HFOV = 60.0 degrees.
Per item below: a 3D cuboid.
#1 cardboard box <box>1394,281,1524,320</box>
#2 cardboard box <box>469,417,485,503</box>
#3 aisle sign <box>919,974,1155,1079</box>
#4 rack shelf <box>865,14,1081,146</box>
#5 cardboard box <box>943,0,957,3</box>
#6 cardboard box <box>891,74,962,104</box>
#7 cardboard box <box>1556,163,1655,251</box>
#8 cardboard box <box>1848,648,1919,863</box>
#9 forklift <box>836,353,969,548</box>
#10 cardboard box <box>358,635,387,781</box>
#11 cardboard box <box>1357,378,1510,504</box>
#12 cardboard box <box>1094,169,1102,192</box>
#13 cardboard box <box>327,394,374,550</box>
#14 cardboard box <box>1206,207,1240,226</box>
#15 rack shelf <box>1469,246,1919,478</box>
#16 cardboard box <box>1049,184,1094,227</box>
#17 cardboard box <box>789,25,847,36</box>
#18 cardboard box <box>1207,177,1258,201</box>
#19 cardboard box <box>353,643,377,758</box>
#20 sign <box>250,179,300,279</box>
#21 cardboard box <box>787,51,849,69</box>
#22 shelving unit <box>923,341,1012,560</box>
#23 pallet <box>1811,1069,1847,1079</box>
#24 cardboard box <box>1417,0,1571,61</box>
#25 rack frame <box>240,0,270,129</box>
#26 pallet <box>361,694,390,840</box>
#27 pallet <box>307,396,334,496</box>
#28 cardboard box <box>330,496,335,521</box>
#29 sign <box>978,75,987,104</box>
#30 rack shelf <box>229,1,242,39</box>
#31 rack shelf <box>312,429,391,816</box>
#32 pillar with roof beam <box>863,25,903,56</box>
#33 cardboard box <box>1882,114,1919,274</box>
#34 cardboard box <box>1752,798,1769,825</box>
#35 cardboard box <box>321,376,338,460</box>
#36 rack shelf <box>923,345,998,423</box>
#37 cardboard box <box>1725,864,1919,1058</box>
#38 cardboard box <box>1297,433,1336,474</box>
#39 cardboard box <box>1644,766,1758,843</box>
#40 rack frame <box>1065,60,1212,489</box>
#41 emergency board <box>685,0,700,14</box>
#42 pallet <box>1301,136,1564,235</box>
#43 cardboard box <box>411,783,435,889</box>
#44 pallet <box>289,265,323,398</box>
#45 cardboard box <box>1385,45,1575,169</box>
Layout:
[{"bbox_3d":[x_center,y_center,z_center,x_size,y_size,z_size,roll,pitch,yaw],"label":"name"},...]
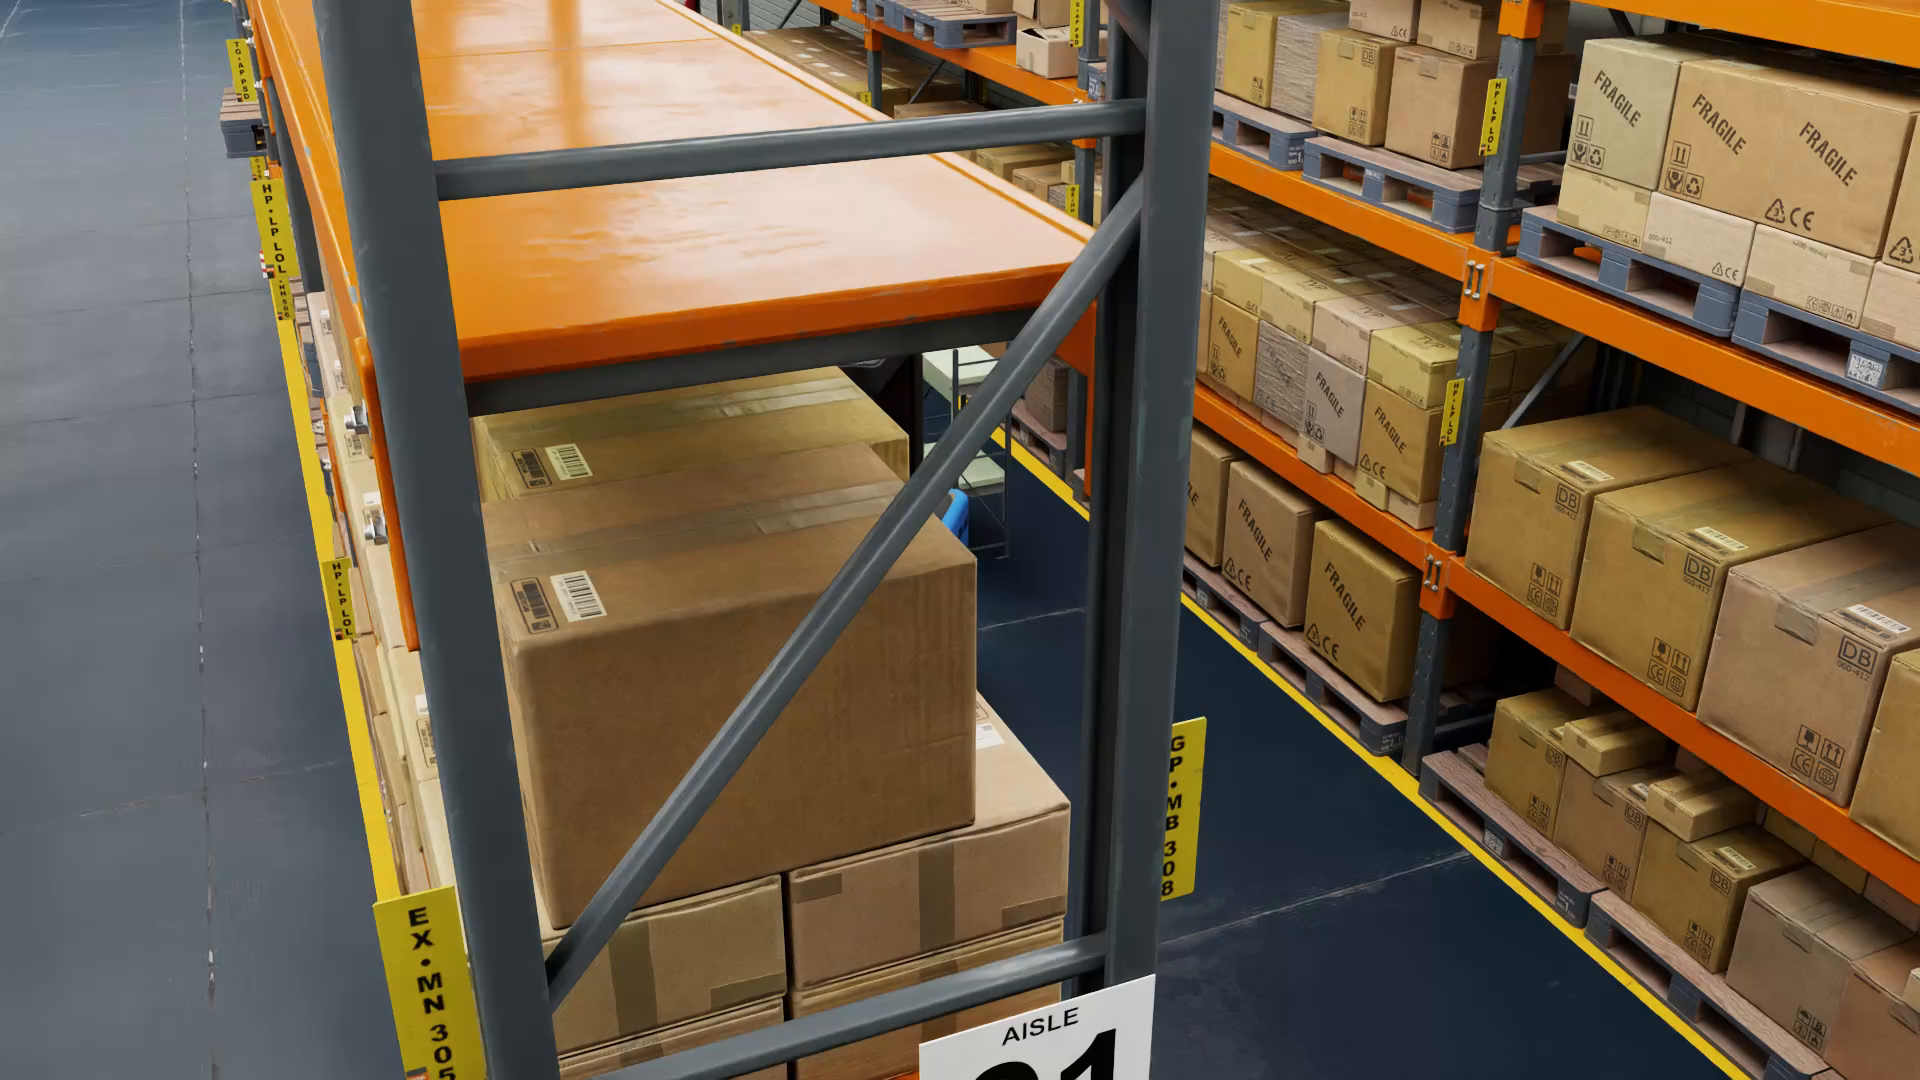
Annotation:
[{"bbox_3d":[2.664,-1.178,8.913,0.500,0.250,0.500,-10,28,-20],"label":"cardboard box"},{"bbox_3d":[-0.804,-0.192,3.551,0.700,0.500,0.500,-11,28,-21],"label":"cardboard box"},{"bbox_3d":[0.122,1.064,2.689,0.394,0.787,0.004,-11,28,-21],"label":"aisle sign"},{"bbox_3d":[0.465,-3.659,12.727,1.077,0.370,4.000,-11,28,-21],"label":"rack shelf"},{"bbox_3d":[0.064,-4.456,13.161,0.500,0.311,0.500,-10,28,-19],"label":"cardboard box"},{"bbox_3d":[-0.310,-3.946,15.207,0.500,0.500,0.500,-11,28,-22],"label":"cardboard box"},{"bbox_3d":[2.843,-1.402,6.863,0.500,0.250,0.500,-11,28,-21],"label":"cardboard box"},{"bbox_3d":[3.877,0.771,5.909,0.980,0.700,0.700,-11,28,-21],"label":"cardboard box"},{"bbox_3d":[-0.771,-0.034,8.052,1.129,2.867,3.031,6,27,12],"label":"forklift"},{"bbox_3d":[-1.613,0.593,5.364,0.500,0.500,0.500,-11,28,-22],"label":"cardboard box"},{"bbox_3d":[2.402,-0.543,8.468,0.500,0.500,0.500,-11,28,-21],"label":"cardboard box"},{"bbox_3d":[1.086,-2.496,11.588,0.380,0.149,0.250,-15,30,-27],"label":"cardboard box"},{"bbox_3d":[-1.397,-0.221,4.466,0.500,0.250,0.500,-11,28,-21],"label":"cardboard box"},{"bbox_3d":[1.400,-1.908,10.408,0.500,0.250,0.500,-11,28,-21],"label":"cardboard box"},{"bbox_3d":[3.598,-0.430,6.113,1.077,0.370,4.000,-11,28,-21],"label":"rack shelf"},{"bbox_3d":[1.055,-2.258,11.841,0.700,0.500,0.500,-14,29,-27],"label":"cardboard box"},{"bbox_3d":[-1.504,-5.182,17.738,0.500,0.500,0.500,-11,28,-21],"label":"cardboard box"},{"bbox_3d":[1.665,-2.213,11.034,0.500,0.250,0.500,-10,28,-19],"label":"cardboard box"},{"bbox_3d":[-2.782,0.807,8.525,0.500,0.500,0.500,-12,28,-22],"label":"cardboard box"},{"bbox_3d":[-2.251,-1.020,5.464,0.100,0.325,0.005,-11,28,-21],"label":"sign"},{"bbox_3d":[-1.380,-4.474,16.288,0.500,0.500,0.500,-10,28,-19],"label":"cardboard box"},{"bbox_3d":[-0.003,-0.677,10.926,0.431,1.500,0.755,-11,28,-21],"label":"shelving unit"},{"bbox_3d":[3.996,2.346,6.205,1.003,0.211,1.213,-11,28,-21],"label":"pallet"},{"bbox_3d":[2.591,-2.518,8.099,0.500,0.250,0.500,-9,27,-17],"label":"cardboard box"},{"bbox_3d":[-3.308,-3.671,8.511,1.000,3.000,0.127,-11,28,-21],"label":"rack frame"},{"bbox_3d":[-2.577,1.078,8.802,1.003,0.211,1.213,-11,28,-21],"label":"pallet"},{"bbox_3d":[-2.978,-0.627,9.334,1.213,0.211,1.003,-11,28,-21],"label":"pallet"},{"bbox_3d":[-3.740,-0.349,10.562,0.500,0.311,0.500,-10,28,-19],"label":"cardboard box"},{"bbox_3d":[0.191,-4.059,14.826,0.100,0.325,0.005,-11,28,-21],"label":"sign"},{"bbox_3d":[-5.658,-4.422,14.288,1.077,0.370,4.000,-11,28,-21],"label":"rack shelf"},{"bbox_3d":[-2.525,0.156,8.332,1.077,0.370,4.000,-11,28,-21],"label":"rack shelf"},{"bbox_3d":[-4.775,-6.879,15.083,9.100,9.000,0.400,-11,28,-21],"label":"pillar with roof beam"},{"bbox_3d":[3.446,-1.111,5.411,0.500,0.500,0.500,-12,28,-23],"label":"cardboard box"},{"bbox_3d":[3.550,1.078,7.254,0.380,0.149,0.250,-10,28,-20],"label":"cardboard box"},{"bbox_3d":[-1.779,-0.402,5.406,0.500,0.250,0.500,-11,28,-21],"label":"cardboard box"},{"bbox_3d":[-0.003,-1.027,10.755,0.431,0.370,0.720,-11,28,-21],"label":"rack shelf"},{"bbox_3d":[3.622,1.666,6.788,0.700,0.500,0.500,-12,28,-22],"label":"cardboard box"},{"bbox_3d":[2.084,-0.503,9.125,0.380,0.149,0.250,-11,28,-21],"label":"cardboard box"},{"bbox_3d":[3.184,1.130,7.147,0.380,0.149,0.250,-11,28,-22],"label":"cardboard box"},{"bbox_3d":[1.249,-1.827,11.574,1.000,3.000,0.127,-11,28,-21],"label":"rack frame"},{"bbox_3d":[-4.097,-8.349,24.932,0.194,1.169,0.643,-11,28,-21],"label":"emergency board"},{"bbox_3d":[2.411,-1.836,8.391,0.805,0.209,1.217,-12,28,-23],"label":"pallet"},{"bbox_3d":[-0.805,0.609,3.337,0.500,0.250,0.500,-11,28,-21],"label":"cardboard box"},{"bbox_3d":[-1.932,-0.899,6.467,1.213,0.211,1.003,-11,28,-21],"label":"pallet"},{"bbox_3d":[2.571,-2.177,8.256,0.700,0.500,0.500,-12,29,-23],"label":"cardboard box"}]
